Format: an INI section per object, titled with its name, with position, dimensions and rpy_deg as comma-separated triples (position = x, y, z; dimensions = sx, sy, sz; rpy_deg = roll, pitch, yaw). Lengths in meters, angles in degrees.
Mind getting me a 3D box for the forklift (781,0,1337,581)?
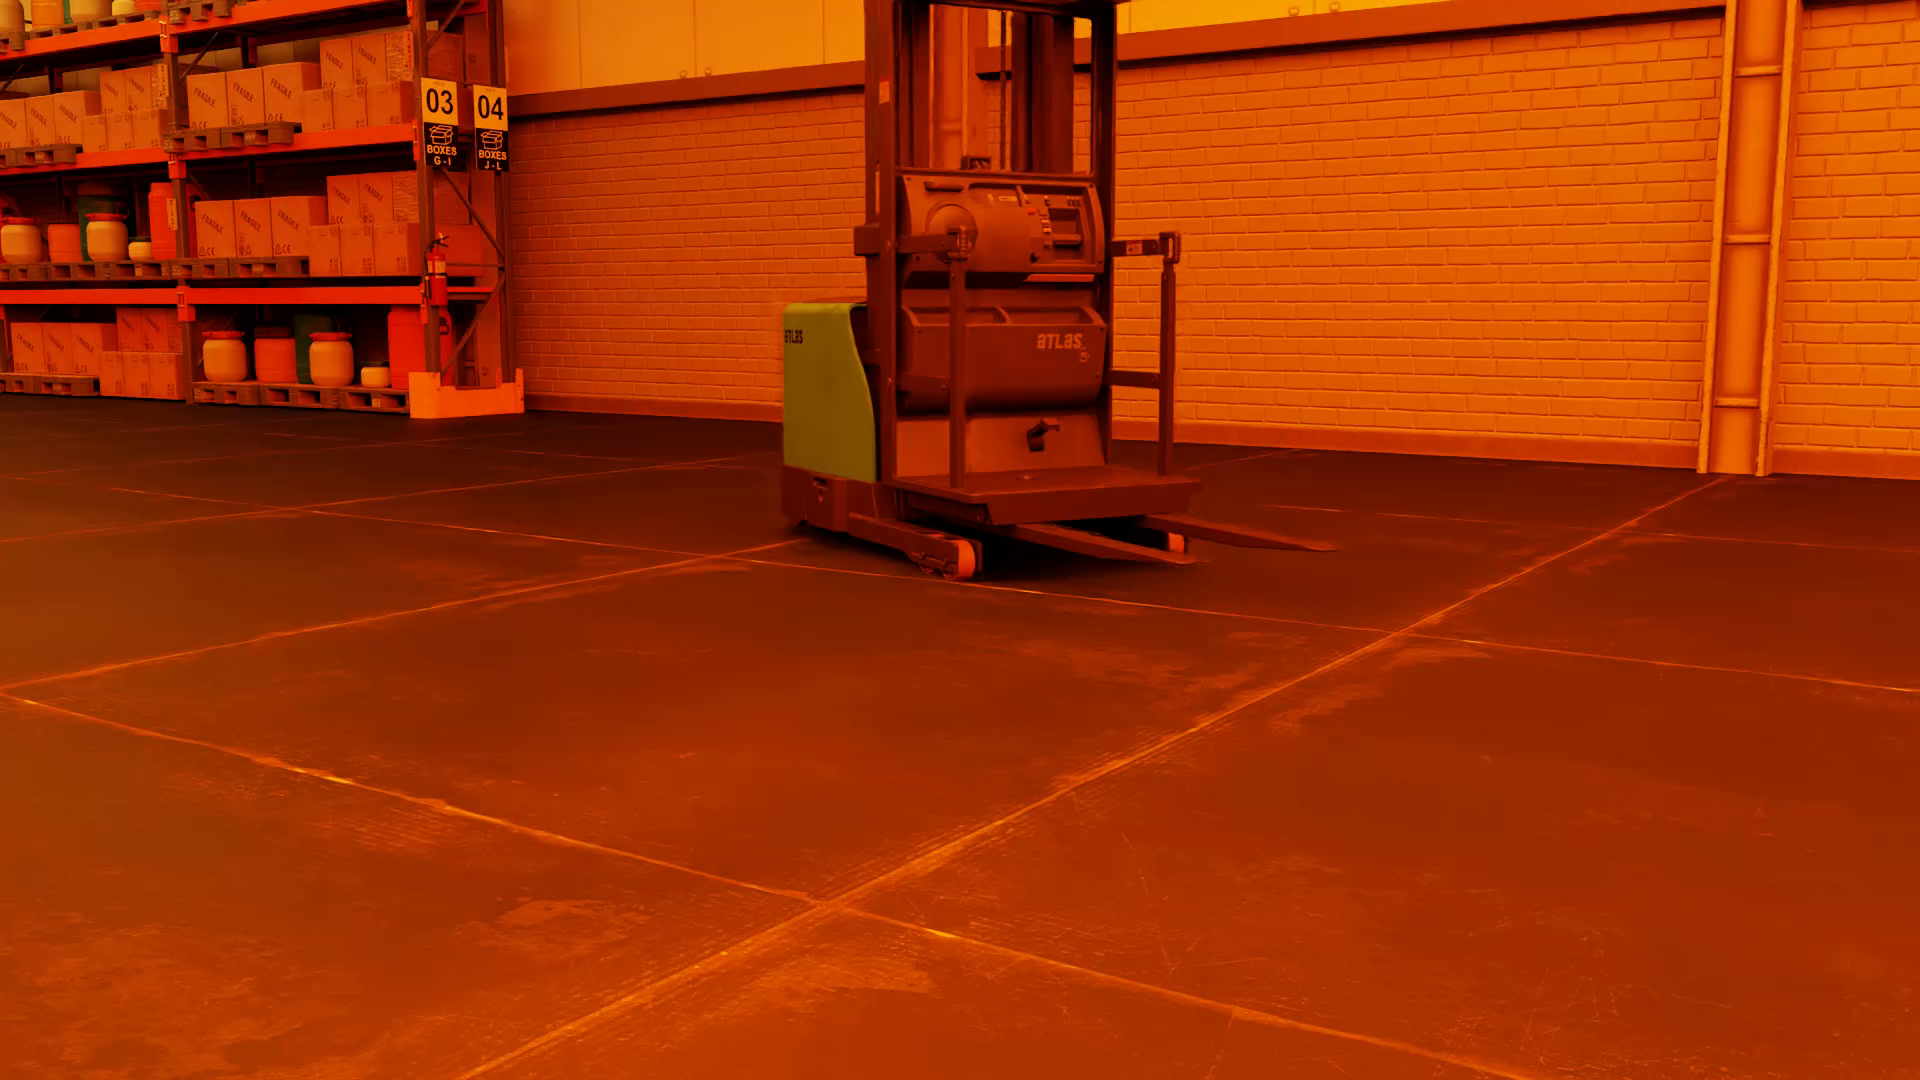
[forklift]
position = 0.295, -1.362, 6.771
dimensions = 1.130, 2.935, 3.031
rpy_deg = -4, 9, -28
